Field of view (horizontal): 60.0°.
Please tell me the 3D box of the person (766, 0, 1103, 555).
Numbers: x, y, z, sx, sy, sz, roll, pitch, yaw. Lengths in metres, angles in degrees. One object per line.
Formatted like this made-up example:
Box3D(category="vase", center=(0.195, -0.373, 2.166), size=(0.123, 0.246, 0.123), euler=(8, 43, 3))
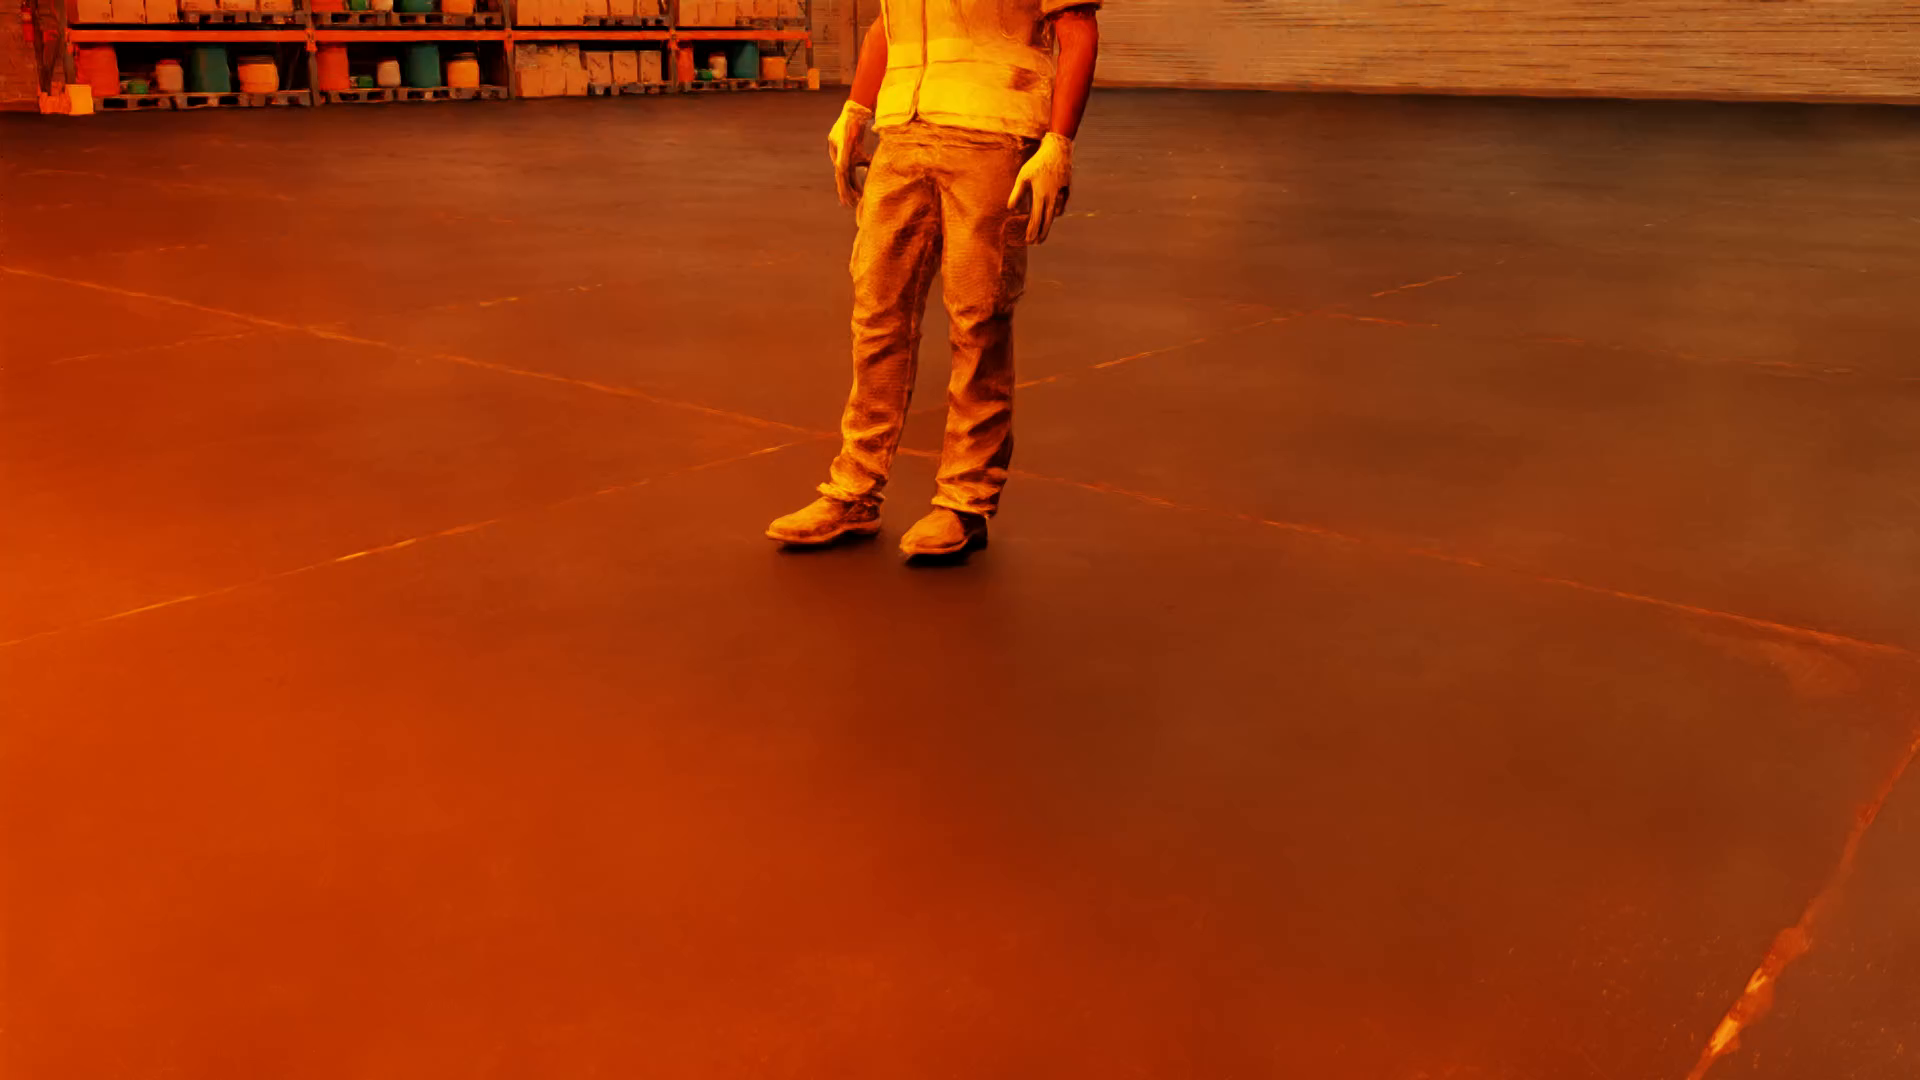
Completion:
Box3D(category="person", center=(-0.052, -0.845, 3.633), size=(0.655, 1.782, 0.576), euler=(13, 21, 37))
